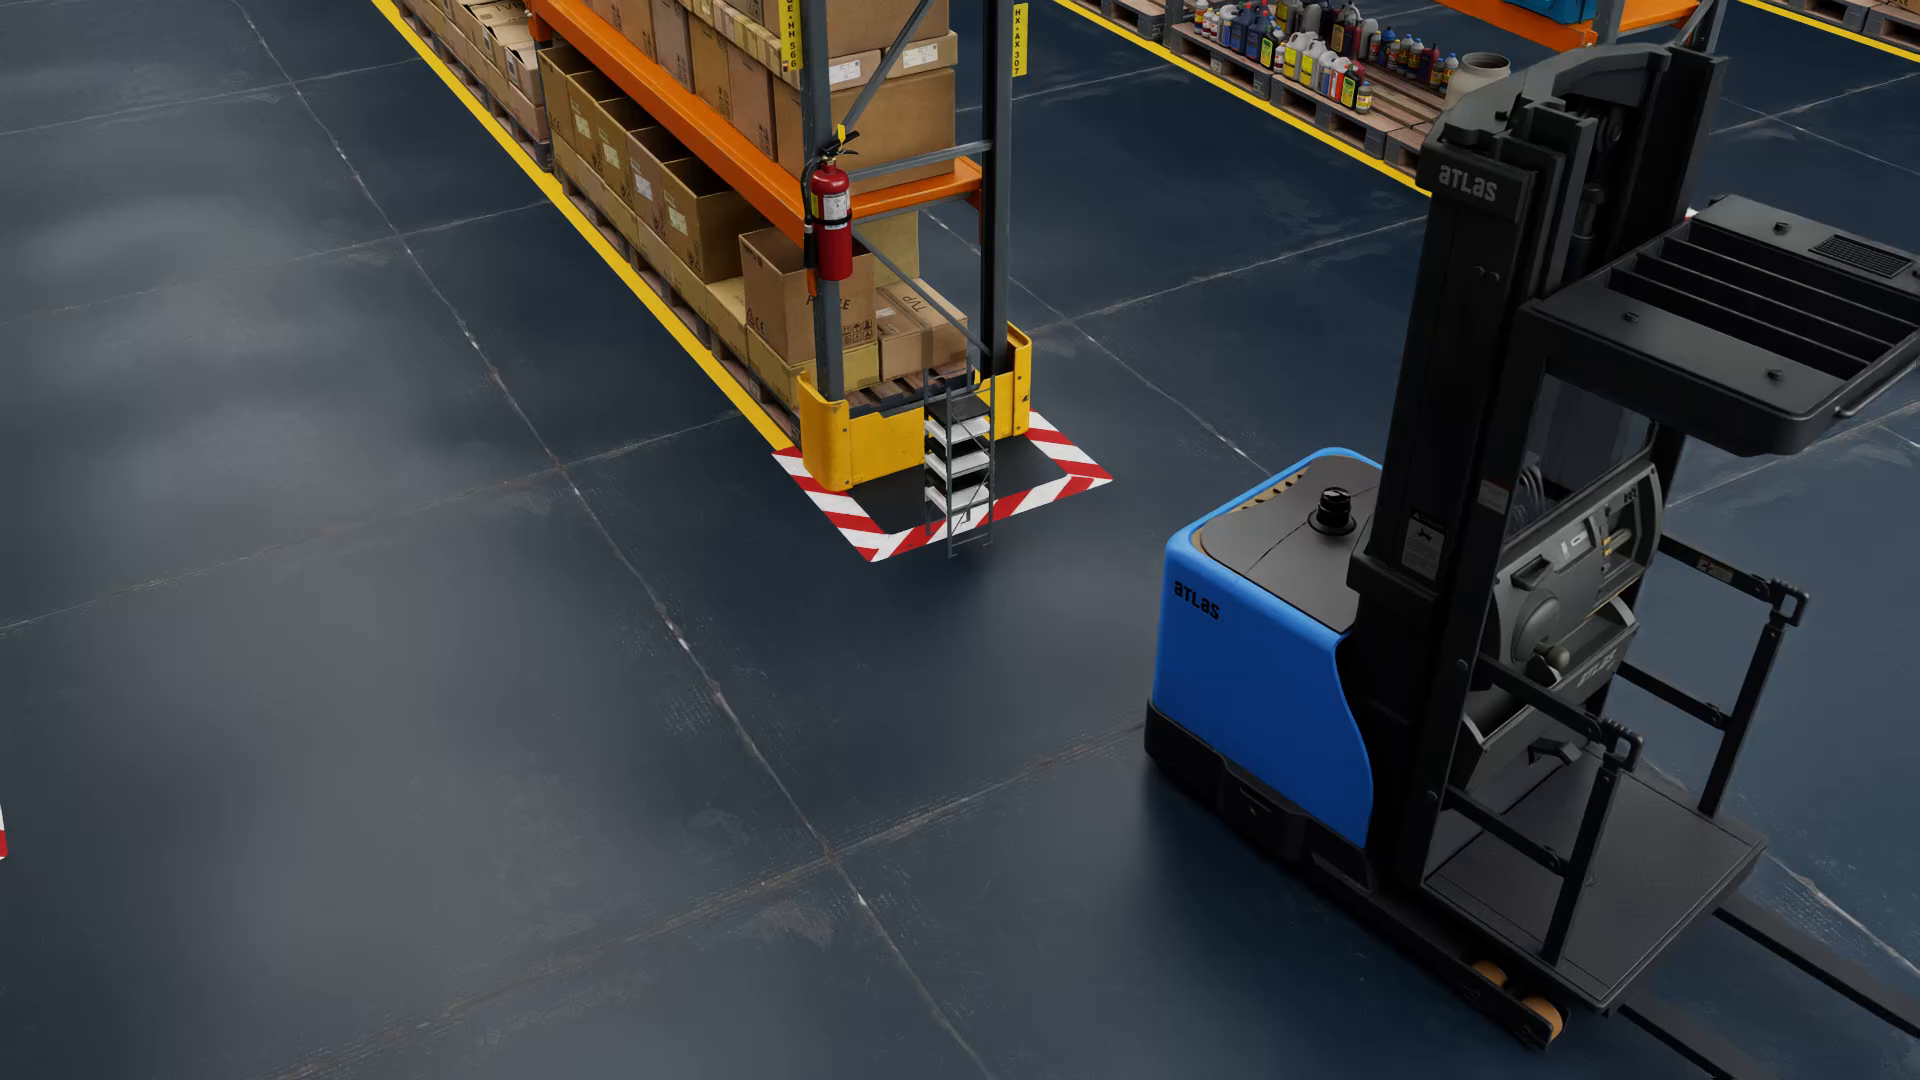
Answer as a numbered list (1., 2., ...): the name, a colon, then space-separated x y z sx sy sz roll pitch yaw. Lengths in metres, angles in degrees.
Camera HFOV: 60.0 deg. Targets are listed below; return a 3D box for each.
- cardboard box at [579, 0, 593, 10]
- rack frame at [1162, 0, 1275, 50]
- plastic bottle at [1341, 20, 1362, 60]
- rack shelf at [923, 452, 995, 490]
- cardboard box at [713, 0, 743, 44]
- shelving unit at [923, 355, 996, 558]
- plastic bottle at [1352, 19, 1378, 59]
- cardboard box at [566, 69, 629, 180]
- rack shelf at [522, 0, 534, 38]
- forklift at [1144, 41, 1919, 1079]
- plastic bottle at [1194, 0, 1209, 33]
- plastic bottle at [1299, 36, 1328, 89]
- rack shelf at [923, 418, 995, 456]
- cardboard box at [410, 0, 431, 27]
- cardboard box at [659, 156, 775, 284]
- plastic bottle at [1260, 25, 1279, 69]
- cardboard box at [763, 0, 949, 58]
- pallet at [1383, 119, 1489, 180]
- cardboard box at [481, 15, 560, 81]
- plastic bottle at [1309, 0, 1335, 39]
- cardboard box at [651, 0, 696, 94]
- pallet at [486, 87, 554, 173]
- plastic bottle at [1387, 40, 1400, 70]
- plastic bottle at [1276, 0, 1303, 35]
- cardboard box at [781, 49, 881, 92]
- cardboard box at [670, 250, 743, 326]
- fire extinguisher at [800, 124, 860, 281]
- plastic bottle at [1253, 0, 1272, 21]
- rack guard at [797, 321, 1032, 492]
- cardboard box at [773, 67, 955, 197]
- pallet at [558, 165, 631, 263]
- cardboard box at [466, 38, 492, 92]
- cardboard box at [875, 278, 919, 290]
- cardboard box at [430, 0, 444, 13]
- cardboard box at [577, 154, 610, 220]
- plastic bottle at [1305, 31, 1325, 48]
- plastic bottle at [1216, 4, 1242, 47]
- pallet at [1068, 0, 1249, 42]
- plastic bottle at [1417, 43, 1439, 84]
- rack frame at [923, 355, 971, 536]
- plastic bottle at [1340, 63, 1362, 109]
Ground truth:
1. cardboard box: -2.006 -3.559 9.995 0.700 0.500 0.500 -20 41 -25
2. rack frame: 2.051 -5.209 12.339 1.000 3.000 0.127 -19 40 -24
3. plastic bottle: 2.868 -3.668 12.160 0.061 0.283 0.133 -19 40 -24
4. rack shelf: -0.004 -0.341 7.510 0.258 0.077 0.200 -19 40 -24
5. cardboard box: -0.967 -2.537 8.045 0.380 0.149 0.250 -18 40 -23
6. shelving unit: -0.004 -0.367 7.490 0.258 0.900 0.210 -19 40 -24
7. plastic bottle: 2.960 -3.697 12.205 0.152 0.276 0.135 -18 40 -23
8. cardboard box: -2.014 -2.523 10.001 0.500 0.500 0.500 -19 40 -24
9. rack shelf: -3.239 -4.473 11.941 1.077 0.370 4.000 -19 40 -24
10. forklift: 2.076 0.138 5.077 1.130 2.935 3.031 -28 44 -32
11. plastic bottle: 1.832 -3.993 12.614 0.097 0.271 0.097 0 36 0
12. plastic bottle: 2.499 -3.375 11.700 0.144 0.351 0.185 -17 40 -22
13. rack shelf: -0.004 -0.486 7.404 0.258 0.077 0.200 -19 40 -24
14. cardboard box: -3.981 -4.232 12.977 0.500 0.250 0.500 -20 41 -25
15. cardboard box: -1.266 -1.756 8.951 0.500 0.500 0.500 -19 40 -24
16. plastic bottle: 2.239 -3.563 12.015 0.061 0.283 0.133 -17 39 -22
17. cardboard box: -0.475 -2.537 7.495 0.700 0.500 0.500 -19 40 -24
18. pallet: 3.578 -2.484 10.972 1.003 0.211 1.213 -19 40 -24
19. cardboard box: -2.952 -3.414 11.381 0.500 0.311 0.500 -18 40 -23
20. plastic bottle: 2.720 -3.976 12.524 0.144 0.351 0.185 -21 41 -26
21. cardboard box: -1.228 -2.774 8.921 0.700 0.500 0.500 -18 40 -23
22. pallet: -2.638 -2.982 11.653 1.003 0.211 1.213 -19 40 -24
23. plastic bottle: 3.146 -3.510 12.013 0.097 0.201 0.097 0 36 0
24. plastic bottle: 2.499 -4.031 12.599 0.144 0.351 0.185 -19 40 -24
25. cardboard box: -0.581 -2.144 7.508 0.380 0.149 0.250 -20 40 -25
26. cardboard box: -1.264 -1.455 9.174 0.500 0.250 0.500 -19 40 -24
27. fire extinguisher: -0.567 -1.474 7.291 0.296 0.674 0.183 -19 40 -24
28. plastic bottle: 2.222 -3.825 12.317 0.144 0.351 0.185 -19 40 -24
29. rack guard: -0.212 -0.682 8.260 1.175 0.500 0.348 -19 40 -24
30. cardboard box: -0.448 -1.986 7.841 0.700 0.500 0.500 -19 40 -24
31. pallet: -1.871 -2.199 10.582 1.003 0.211 1.213 -19 40 -24
32. cardboard box: -3.203 -3.447 11.902 0.500 0.250 0.500 -18 40 -23
33. cardboard box: -0.556 -1.356 9.039 0.500 0.250 0.500 -19 40 -24
34. cardboard box: -3.709 -4.189 12.442 0.500 0.311 0.500 -20 41 -25
35. cardboard box: -2.017 -2.220 10.221 0.500 0.250 0.500 -19 40 -24
36. plastic bottle: 2.521 -3.496 11.930 0.152 0.276 0.135 -19 40 -24
37. plastic bottle: 2.018 -3.838 12.398 0.152 0.276 0.135 -17 40 -22
38. pallet: 1.622 -4.472 13.694 1.003 0.211 1.213 -19 40 -24
39. plastic bottle: 3.321 -3.388 11.775 0.061 0.283 0.133 -18 40 -23
40. rack frame: -0.055 -0.419 7.561 0.240 0.900 0.006 -19 40 -24
41. plastic bottle: 2.684 -3.111 11.396 0.061 0.283 0.133 -18 40 -23
